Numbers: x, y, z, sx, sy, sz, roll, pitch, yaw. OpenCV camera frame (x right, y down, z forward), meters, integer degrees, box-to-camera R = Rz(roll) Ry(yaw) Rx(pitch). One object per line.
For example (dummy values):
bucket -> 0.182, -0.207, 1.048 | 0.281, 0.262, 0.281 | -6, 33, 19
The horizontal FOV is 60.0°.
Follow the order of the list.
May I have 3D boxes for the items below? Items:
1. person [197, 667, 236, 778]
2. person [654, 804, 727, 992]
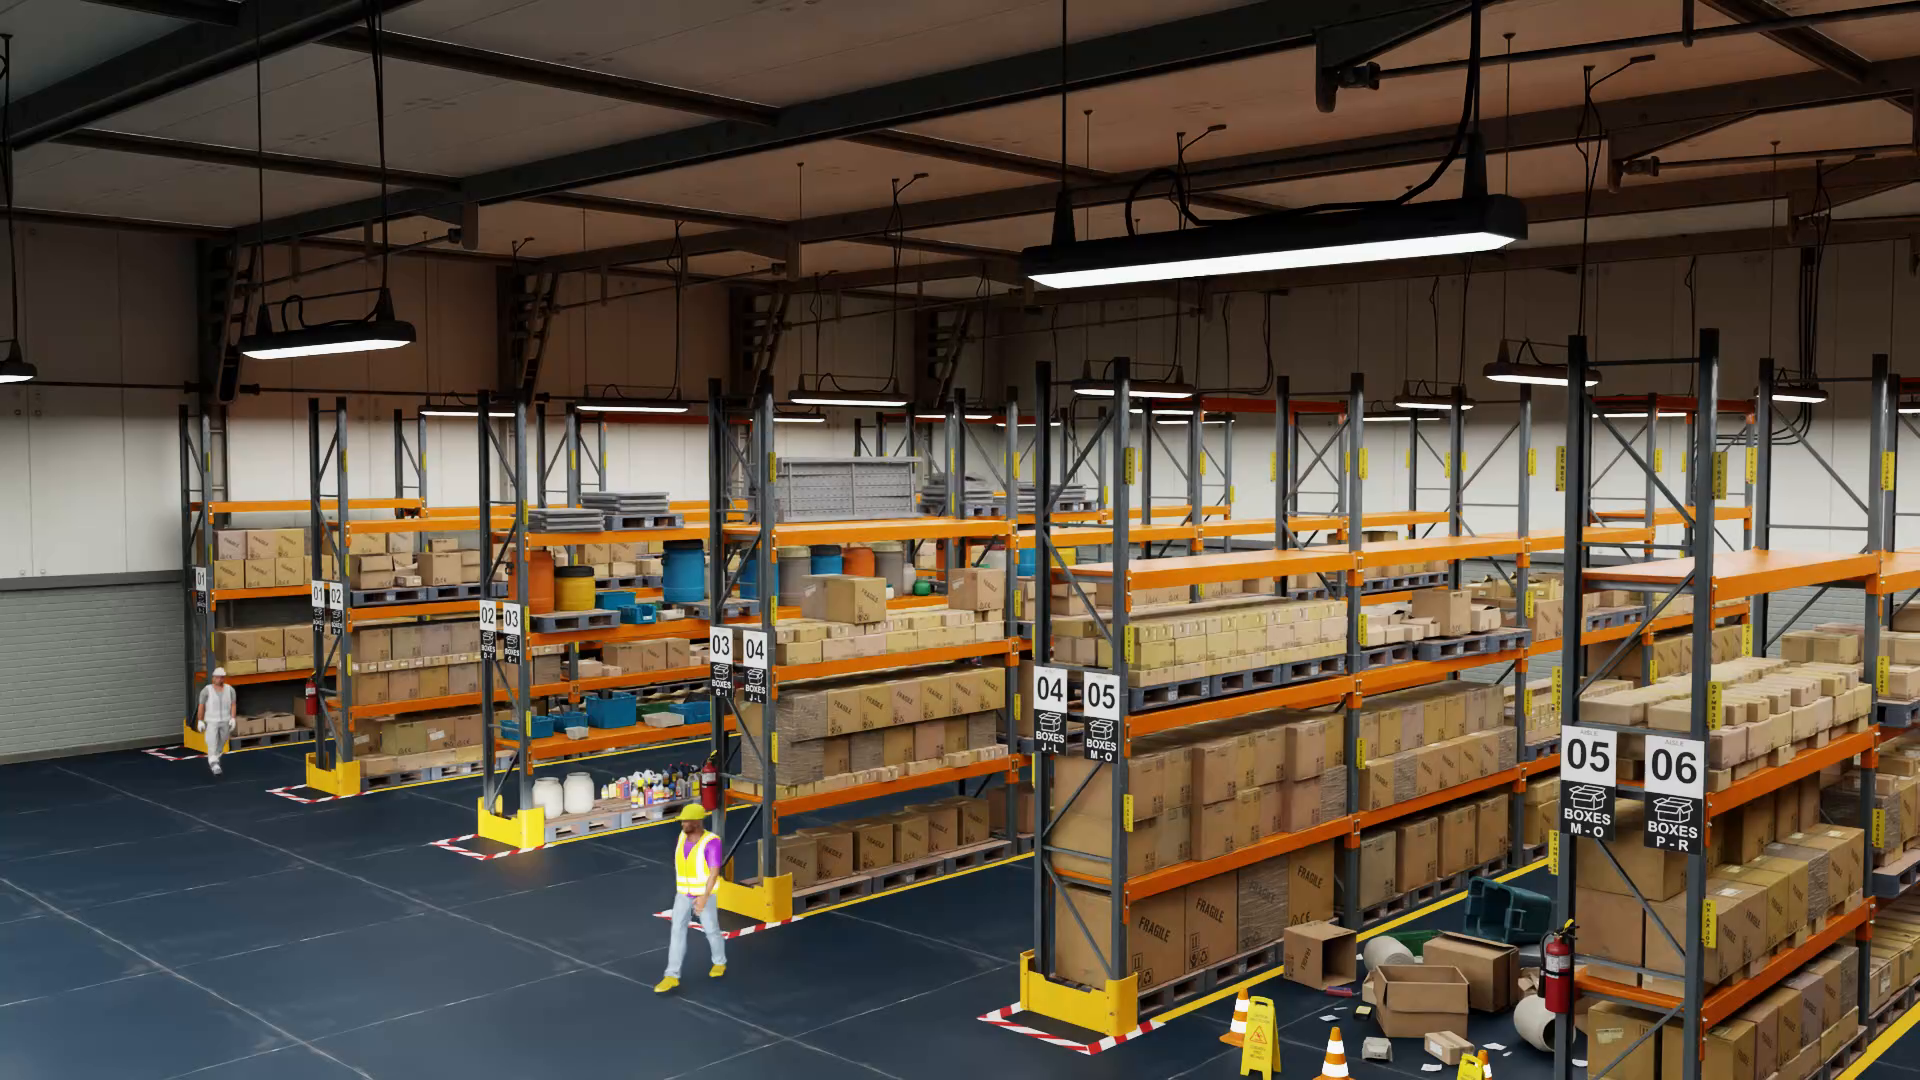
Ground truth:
person -> -11.732, 2.882, 26.348 | 1.068, 1.727, 0.553 | 3, 4, 44
person -> -2.596, 3.422, 16.081 | 0.590, 1.719, 0.946 | 1, 3, 26
